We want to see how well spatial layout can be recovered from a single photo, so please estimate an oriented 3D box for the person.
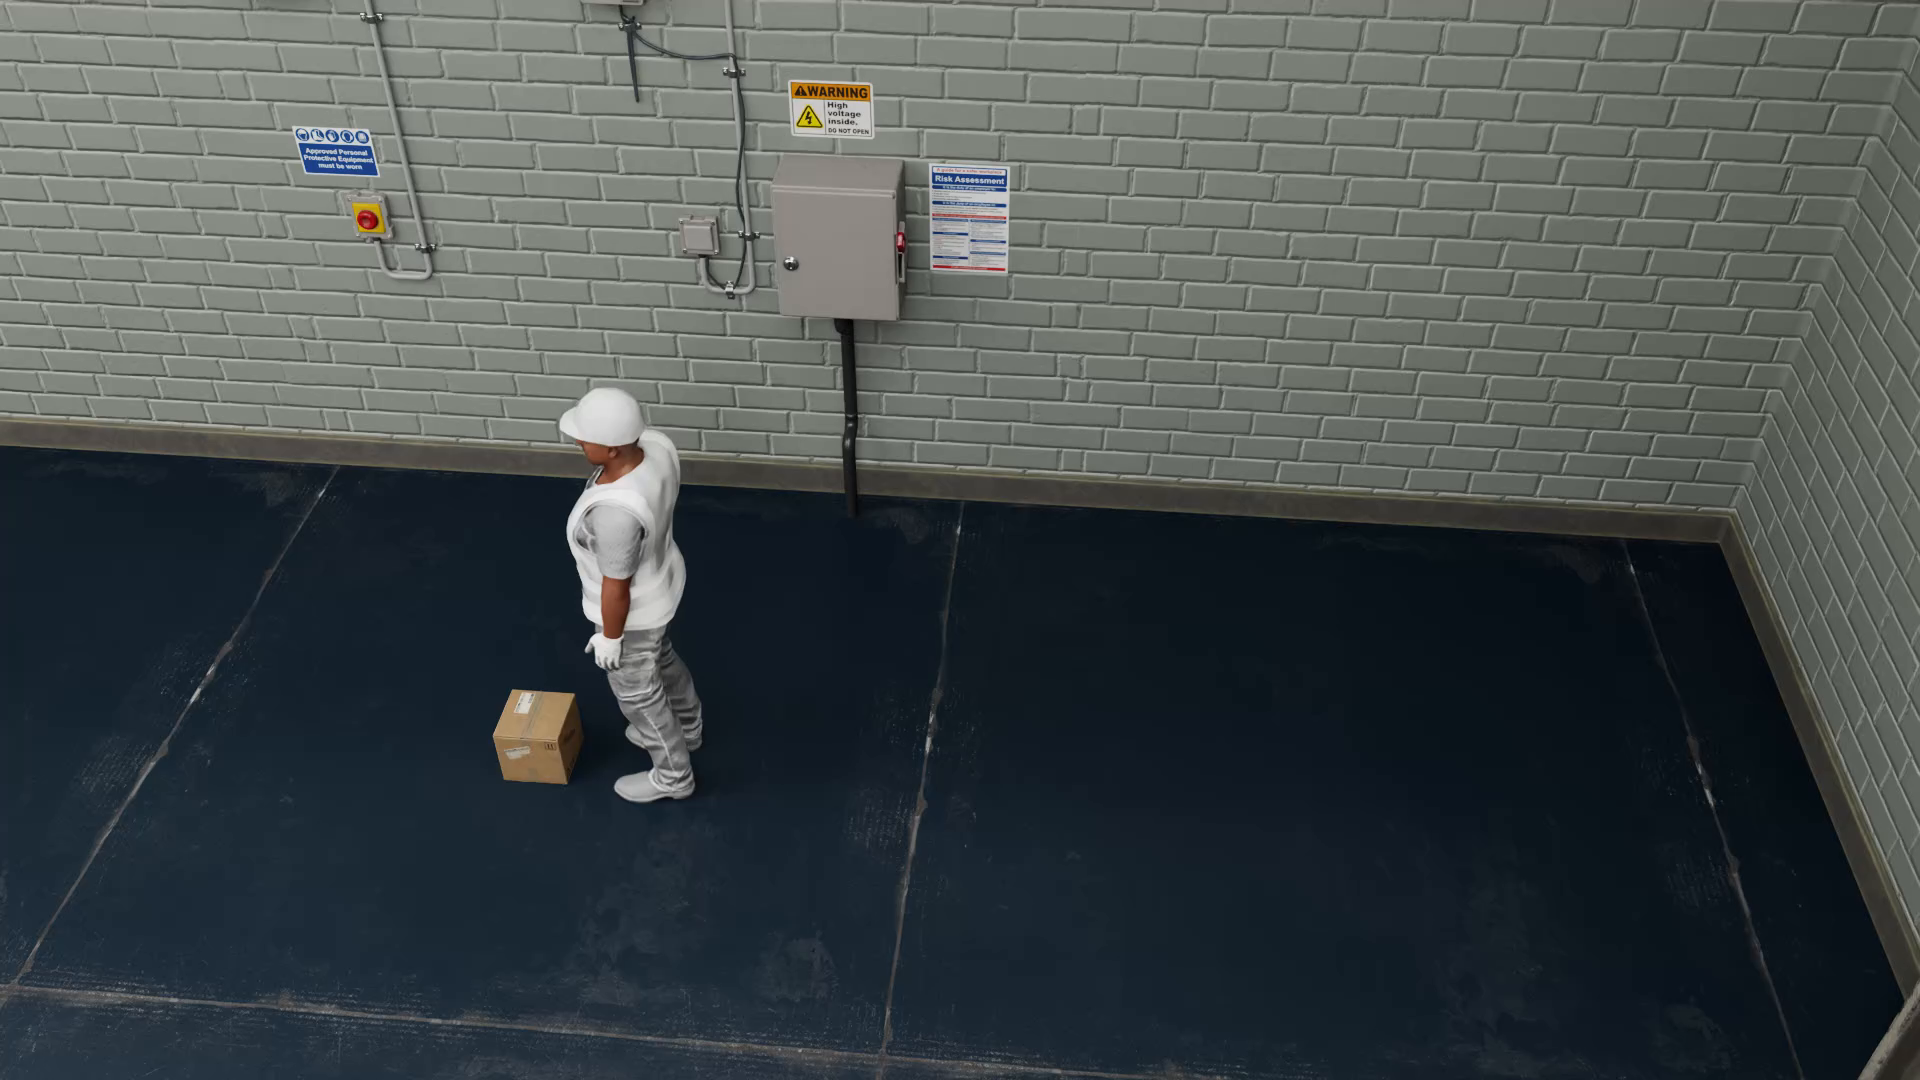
[{"bbox_3d":[-1.155,0.208,5.892,0.367,1.781,0.547,4,40,5],"label":"person"}]
